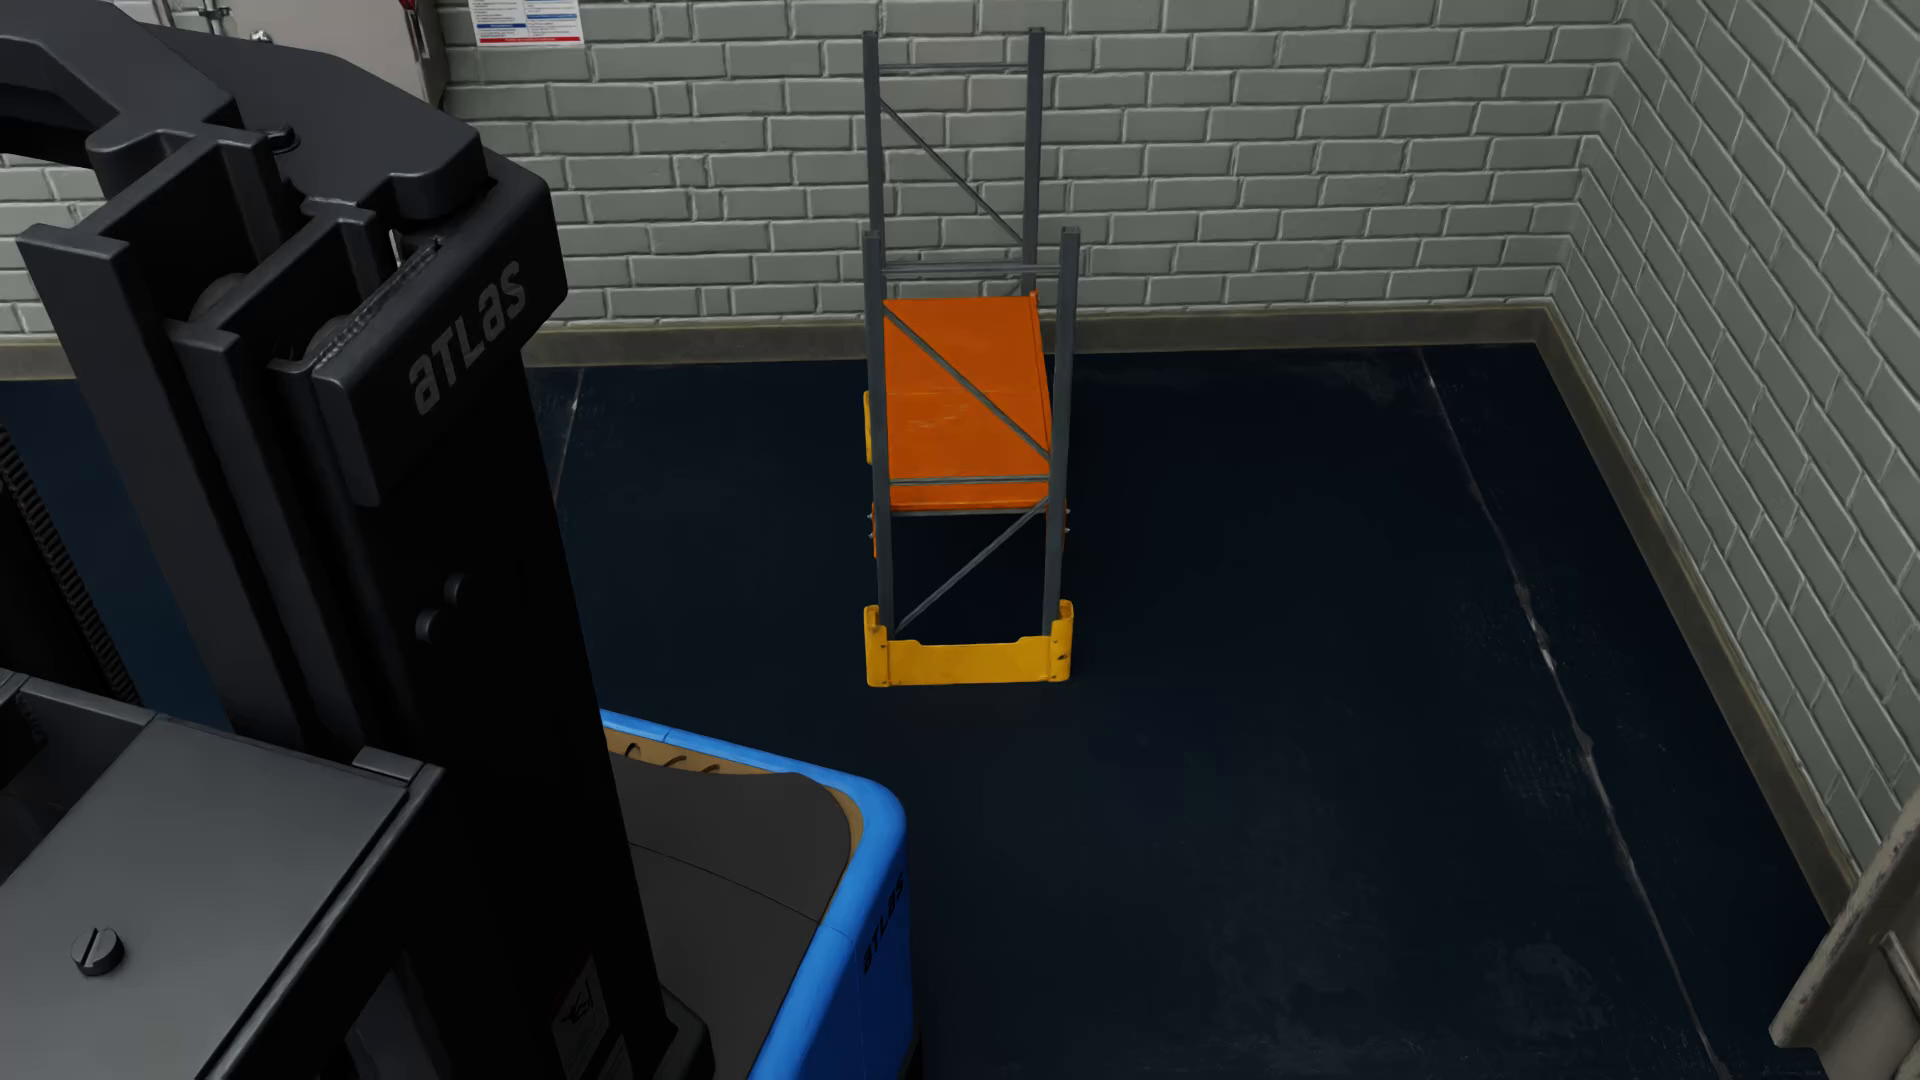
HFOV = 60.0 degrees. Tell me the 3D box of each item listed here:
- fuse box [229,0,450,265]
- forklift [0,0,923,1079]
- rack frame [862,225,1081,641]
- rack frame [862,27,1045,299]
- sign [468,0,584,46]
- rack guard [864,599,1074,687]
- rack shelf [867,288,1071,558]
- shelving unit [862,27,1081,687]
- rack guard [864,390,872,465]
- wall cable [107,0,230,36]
[{"bbox_3d":[-1.809,-1.115,5.200,0.539,1.711,0.414,-2,43,-2],"label":"fuse box"},{"bbox_3d":[-1.031,1.025,1.963,1.130,2.935,3.031,13,44,13],"label":"forklift"},{"bbox_3d":[0.025,-0.152,4.306,0.500,1.500,0.032,-2,43,-2],"label":"rack frame"},{"bbox_3d":[-0.018,-0.838,5.055,0.500,1.500,0.032,-2,43,-2],"label":"rack frame"},{"bbox_3d":[-1.324,-1.709,4.965,0.329,0.494,0.001,-2,43,-2],"label":"sign"},{"bbox_3d":[0.024,0.296,4.743,0.587,0.250,0.087,-2,43,-2],"label":"rack guard"},{"bbox_3d":[0.004,-0.363,4.802,0.538,0.185,1.000,-2,43,-2],"label":"rack shelf"},{"bbox_3d":[0.003,-0.501,4.687,0.587,1.500,1.083,-2,43,-2],"label":"shelving unit"},{"bbox_3d":[-0.018,-0.377,5.476,0.587,0.250,0.087,-2,43,-2],"label":"rack guard"},{"bbox_3d":[-2.497,-2.051,4.516,0.588,1.984,0.122,-2,43,-2],"label":"wall cable"}]
